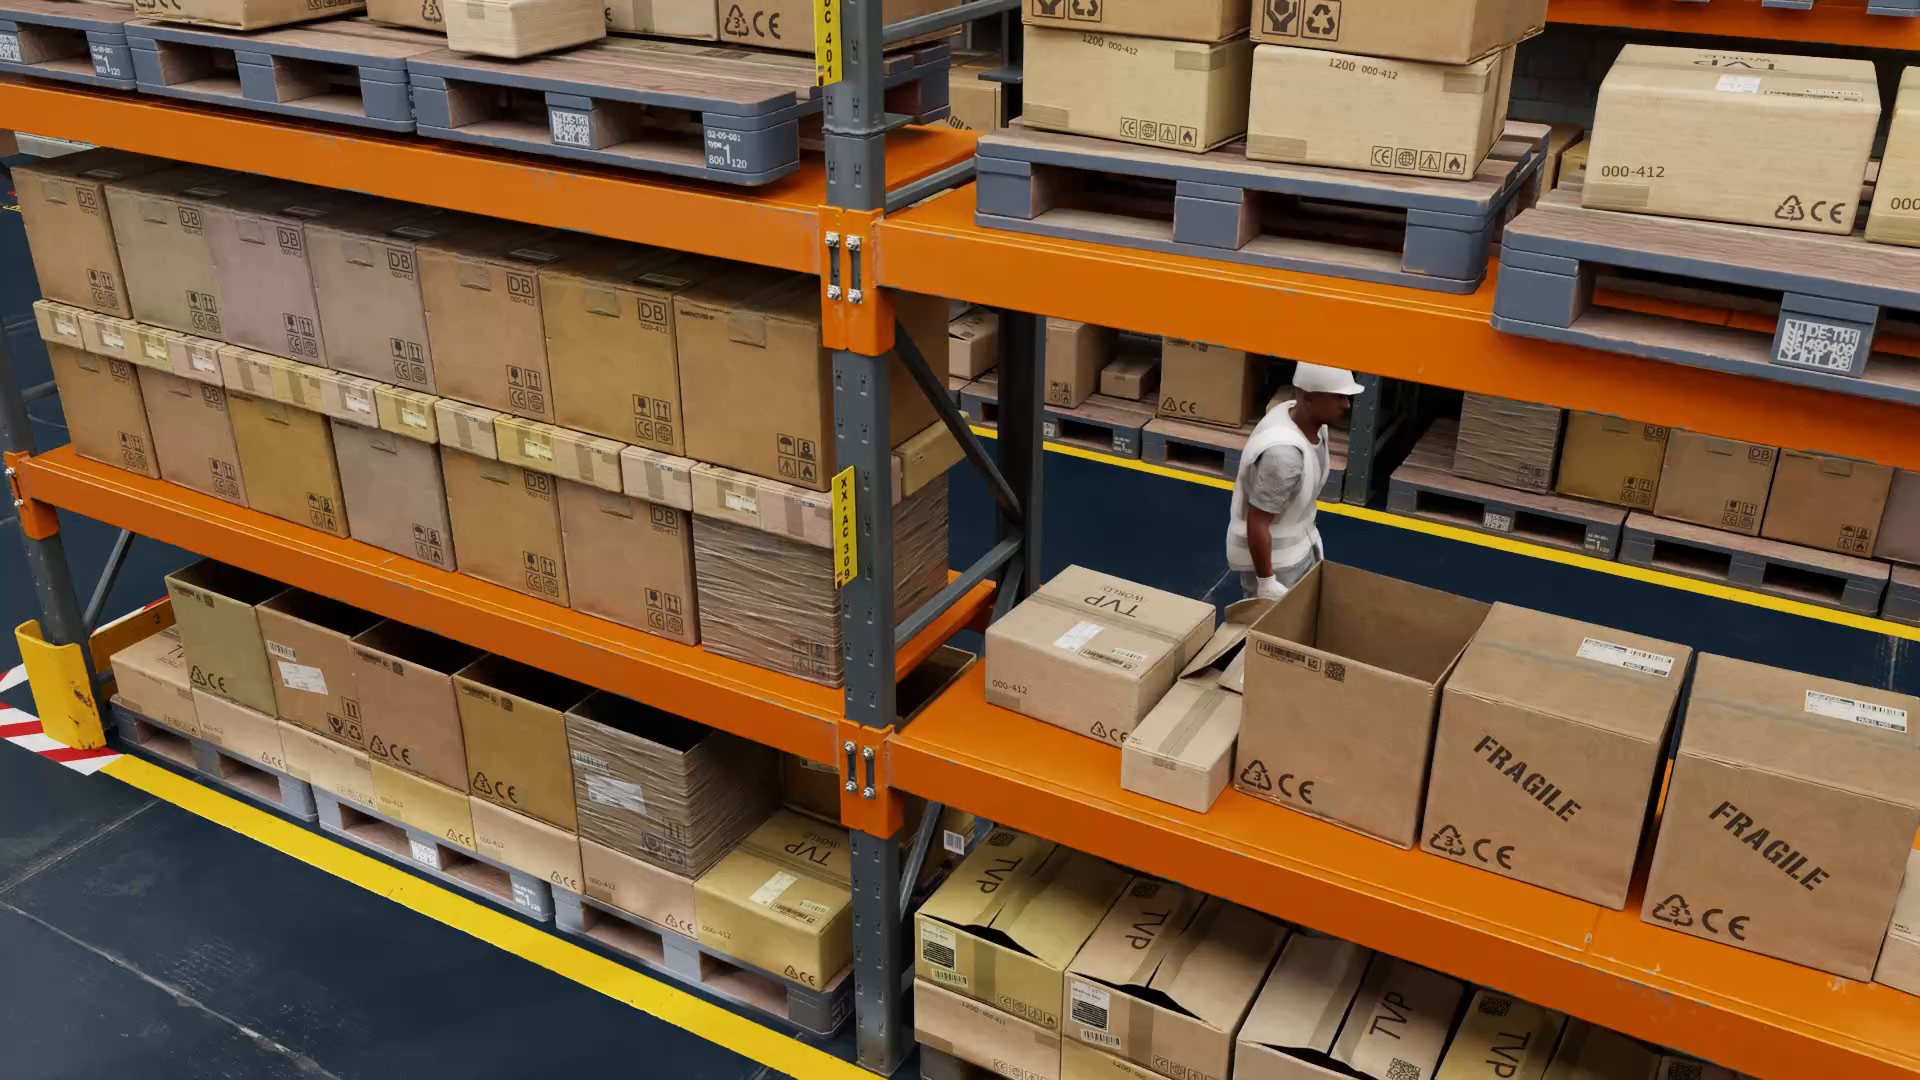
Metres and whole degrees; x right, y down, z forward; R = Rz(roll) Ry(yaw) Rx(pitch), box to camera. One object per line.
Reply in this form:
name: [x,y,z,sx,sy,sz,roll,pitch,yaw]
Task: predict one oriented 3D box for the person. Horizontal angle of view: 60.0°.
person: [1.308,0.078,6.664,0.453,1.773,0.629,13,29,25]
